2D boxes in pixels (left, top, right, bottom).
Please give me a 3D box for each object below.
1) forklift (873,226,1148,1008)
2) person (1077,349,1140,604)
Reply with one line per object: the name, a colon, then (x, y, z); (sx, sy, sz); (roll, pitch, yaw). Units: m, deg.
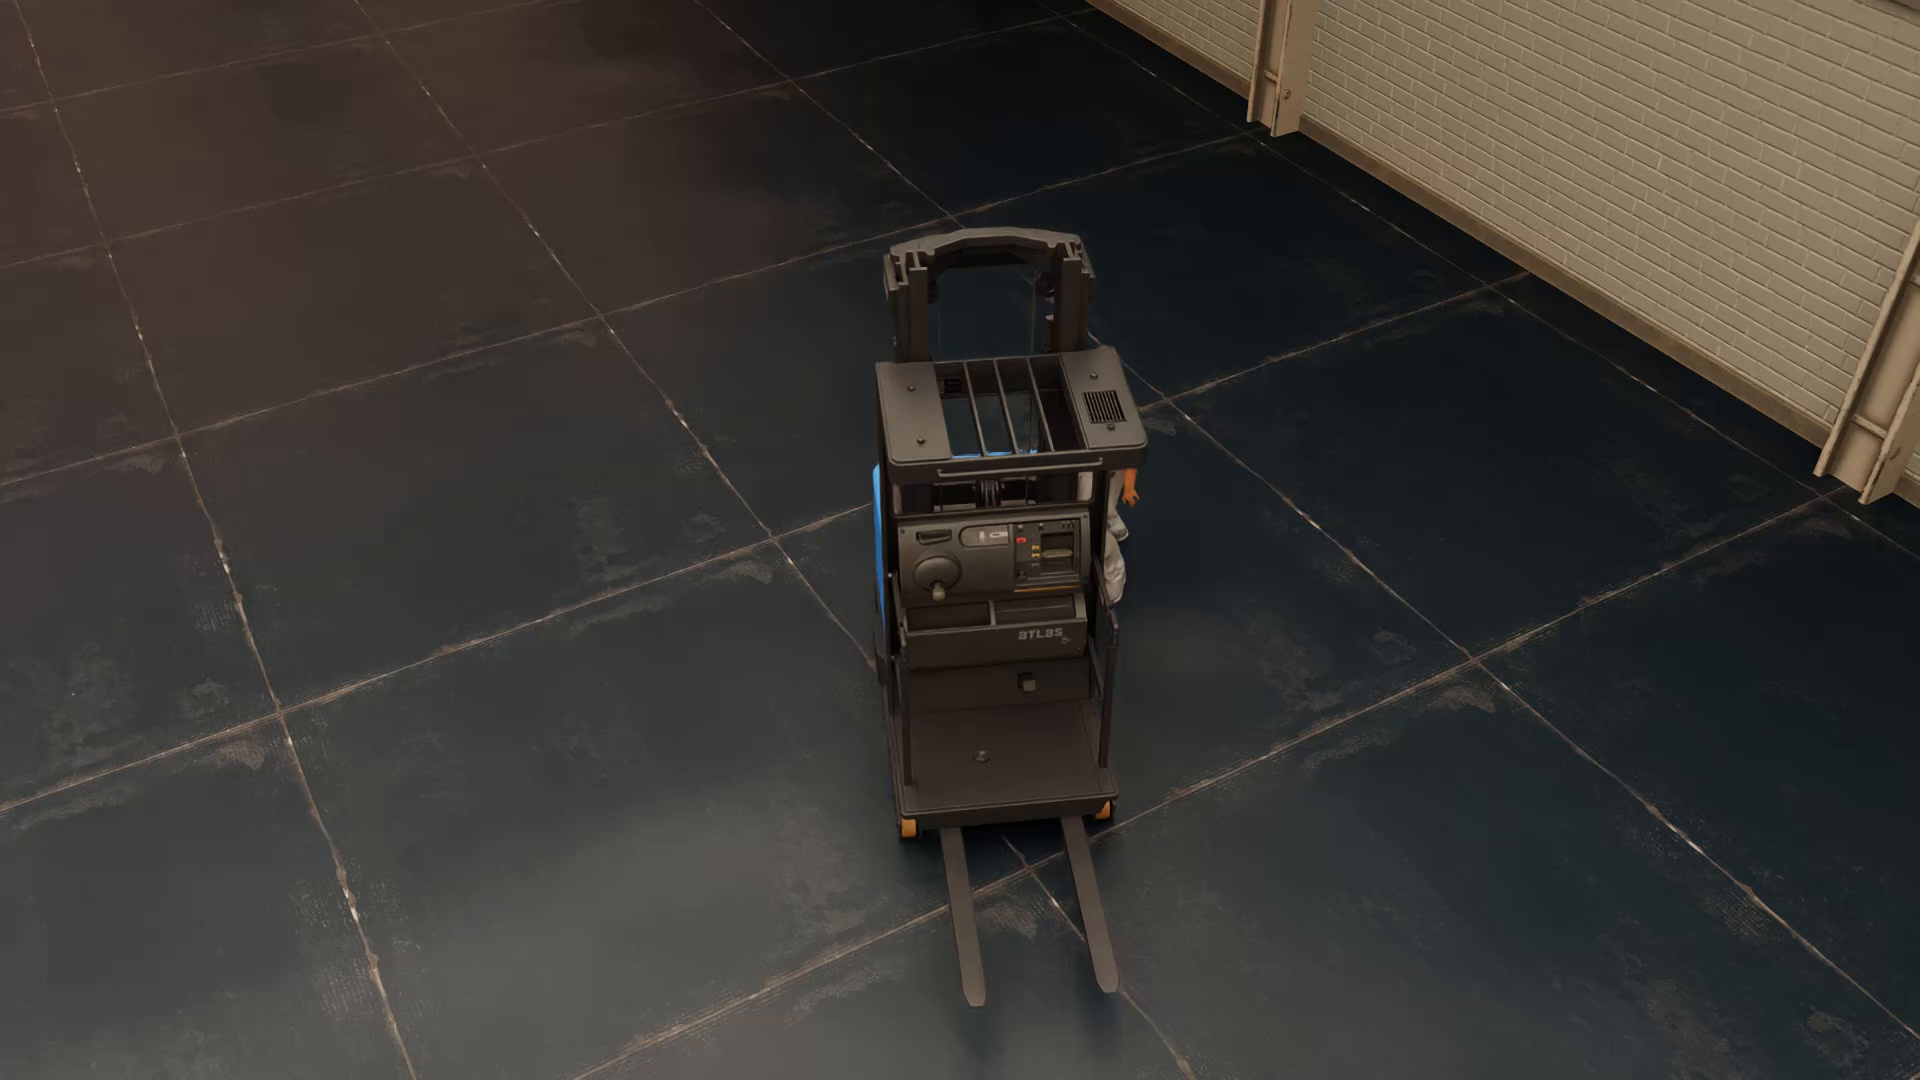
forklift: (0.196, 0.153, 7.852); (1.130, 2.935, 3.031); (-4, 40, -5)
person: (0.841, -0.474, 9.692); (0.498, 1.651, 0.839); (-9, 40, -10)
